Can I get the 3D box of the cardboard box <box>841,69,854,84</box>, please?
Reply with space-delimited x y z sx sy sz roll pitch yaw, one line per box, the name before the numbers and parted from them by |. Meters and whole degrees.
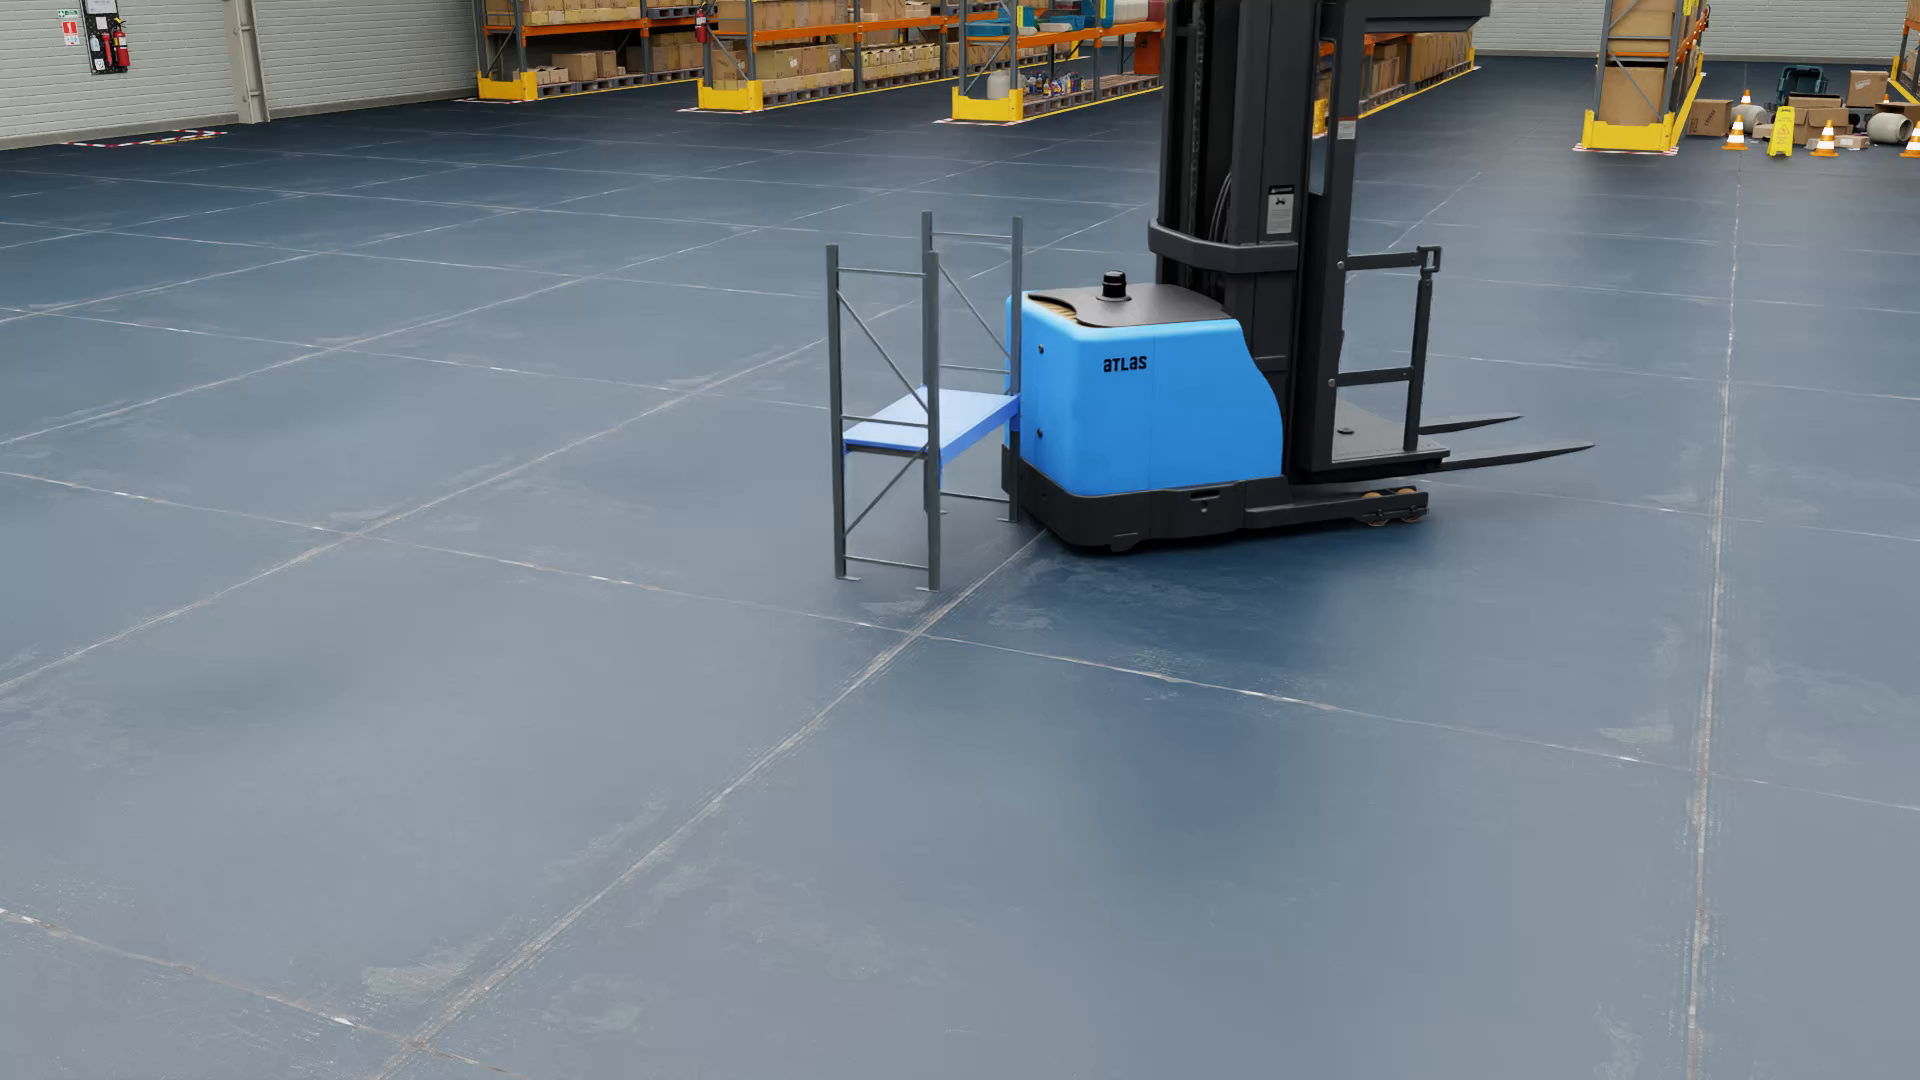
cardboard box | -2.404 -9.019 32.329 0.500 0.250 0.500 9 21 23

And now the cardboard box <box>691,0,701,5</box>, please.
cardboard box | -5.970 -11.915 36.190 0.700 0.500 0.500 9 21 23

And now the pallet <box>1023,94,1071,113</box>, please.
pallet | 1.292 -7.720 29.361 1.003 0.211 1.213 9 21 23

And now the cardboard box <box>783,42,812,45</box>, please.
cardboard box | -3.087 -9.291 31.976 0.500 0.500 0.500 9 21 23

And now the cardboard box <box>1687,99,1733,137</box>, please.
cardboard box | 11.407 -6.425 25.284 0.500 0.500 0.500 13 23 32

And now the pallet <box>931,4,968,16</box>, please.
pallet | -0.562 -11.638 36.502 1.213 0.211 1.003 9 21 23

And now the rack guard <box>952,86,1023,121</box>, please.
rack guard | 0.454 -7.237 27.571 1.175 0.500 0.348 9 21 23

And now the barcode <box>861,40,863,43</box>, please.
barcode | -1.929 -9.791 32.665 0.001 0.075 0.075 9 21 23

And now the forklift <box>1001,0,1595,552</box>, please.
forklift | 1.784 -1.605 8.108 3.031 2.935 1.130 -7 21 -18

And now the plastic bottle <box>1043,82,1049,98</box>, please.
plastic bottle | 1.492 -7.818 28.891 0.097 0.271 0.097 0 20 0

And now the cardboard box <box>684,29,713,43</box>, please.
cardboard box | -5.835 -11.180 36.883 0.500 0.250 0.500 9 21 24

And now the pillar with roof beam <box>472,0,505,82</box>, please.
pillar with roof beam | -5.148 -12.313 29.161 9.100 9.000 0.400 9 21 23

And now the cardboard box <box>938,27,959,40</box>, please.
cardboard box | -0.173 -11.543 37.905 0.500 0.250 0.500 8 21 22

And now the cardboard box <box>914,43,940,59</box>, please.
cardboard box | -0.766 -10.484 35.611 0.500 0.311 0.500 9 22 24

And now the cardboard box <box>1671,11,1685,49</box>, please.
cardboard box | 10.128 -7.509 24.383 0.875 0.550 0.550 9 21 23

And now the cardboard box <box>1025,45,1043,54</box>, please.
cardboard box | 1.627 -12.340 41.260 0.797 0.503 0.637 9 21 23

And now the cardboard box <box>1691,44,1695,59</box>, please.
cardboard box | 13.669 -9.295 31.613 0.500 0.250 0.500 9 21 23

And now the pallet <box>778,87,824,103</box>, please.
pallet | -3.276 -8.363 31.169 1.003 0.211 1.213 9 21 23

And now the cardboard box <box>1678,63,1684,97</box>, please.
cardboard box | 12.058 -8.136 29.099 1.050 0.750 0.750 9 21 24

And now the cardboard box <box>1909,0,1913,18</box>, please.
cardboard box | 19.937 -11.018 34.324 0.500 0.500 0.500 8 21 22

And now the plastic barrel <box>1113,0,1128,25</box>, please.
plastic barrel | 2.996 -10.158 31.853 0.433 0.535 0.433 0 20 0

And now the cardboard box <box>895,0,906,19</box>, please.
cardboard box | -1.448 -11.043 34.395 0.500 0.500 0.500 7 21 20

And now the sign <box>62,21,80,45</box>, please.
sign | -12.899 -7.354 24.118 0.001 0.329 0.234 9 21 23

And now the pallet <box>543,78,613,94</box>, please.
pallet | -7.676 -9.069 33.154 1.003 0.211 1.213 9 21 23

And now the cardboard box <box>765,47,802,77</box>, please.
cardboard box | -3.233 -8.762 30.488 0.500 0.500 0.500 9 21 23

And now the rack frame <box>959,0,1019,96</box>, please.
rack frame | 0.466 -8.385 27.069 1.000 3.000 0.127 9 21 23

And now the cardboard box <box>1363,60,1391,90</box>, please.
cardboard box | 7.563 -8.627 30.824 0.700 0.500 0.500 11 22 27

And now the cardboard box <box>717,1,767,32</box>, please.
cardboard box | -3.849 -9.254 29.363 0.700 0.500 0.500 9 21 23

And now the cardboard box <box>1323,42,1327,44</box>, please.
cardboard box | 5.438 -7.715 25.561 0.380 0.149 0.250 9 21 23

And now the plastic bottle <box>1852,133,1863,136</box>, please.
plastic bottle | 13.424 -6.046 24.879 0.133 0.061 0.283 13 23 32

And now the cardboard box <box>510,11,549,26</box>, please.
cardboard box | -8.083 -9.788 31.210 0.500 0.250 0.500 8 21 21

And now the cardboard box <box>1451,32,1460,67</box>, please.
cardboard box | 10.610 -11.036 37.069 0.875 0.875 0.875 9 21 23

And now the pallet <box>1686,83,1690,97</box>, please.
pallet | 13.566 -8.736 32.217 1.003 0.211 1.213 9 21 23

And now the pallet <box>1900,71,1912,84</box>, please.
pallet | 20.321 -9.667 34.837 1.003 0.211 1.213 9 21 23

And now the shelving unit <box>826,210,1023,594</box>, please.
shelving unit | -0.135 -0.663 7.595 0.538 1.500 1.048 8 21 21

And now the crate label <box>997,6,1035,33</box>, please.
crate label | 0.973 -9.001 28.749 0.502 0.435 0.616 9 21 23

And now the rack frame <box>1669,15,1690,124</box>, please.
rack frame | 11.106 -8.216 26.596 1.000 3.000 0.127 9 21 23

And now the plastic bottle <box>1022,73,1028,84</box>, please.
plastic bottle | 1.143 -8.189 29.816 0.144 0.351 0.185 8 21 22

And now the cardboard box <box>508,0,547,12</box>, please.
cardboard box | -8.103 -10.141 31.082 0.500 0.500 0.500 9 21 23

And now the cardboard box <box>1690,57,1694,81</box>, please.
cardboard box | 14.309 -9.421 33.087 0.500 0.500 0.500 8 21 22

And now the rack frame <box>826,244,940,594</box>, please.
rack frame | -0.325 -0.505 7.150 0.500 1.500 0.032 8 21 21

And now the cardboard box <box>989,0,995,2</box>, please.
cardboard box | 0.464 -12.865 38.890 0.700 0.500 0.500 2 20 4

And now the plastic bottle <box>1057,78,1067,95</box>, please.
plastic bottle | 1.822 -8.089 29.644 0.152 0.276 0.135 9 21 24

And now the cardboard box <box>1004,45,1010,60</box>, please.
cardboard box | 0.922 -11.573 39.109 0.500 0.500 0.500 8 21 22

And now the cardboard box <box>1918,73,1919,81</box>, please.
cardboard box | 19.294 -9.182 32.507 0.875 0.438 0.875 8 21 22

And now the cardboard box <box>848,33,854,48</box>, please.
cardboard box | -3.050 -12.800 42.588 0.700 0.500 0.500 8 21 22

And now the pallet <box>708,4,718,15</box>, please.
pallet | -5.491 -11.867 37.146 1.213 0.211 1.003 9 21 23

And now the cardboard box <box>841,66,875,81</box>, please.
cardboard box | -2.023 -9.280 33.063 0.500 0.250 0.500 8 21 21

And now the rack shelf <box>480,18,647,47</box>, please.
rack shelf | -7.754 -10.017 32.731 1.077 0.370 4.000 9 21 23

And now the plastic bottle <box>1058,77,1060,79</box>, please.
plastic bottle | 1.788 -8.147 29.799 0.061 0.283 0.133 9 21 23
